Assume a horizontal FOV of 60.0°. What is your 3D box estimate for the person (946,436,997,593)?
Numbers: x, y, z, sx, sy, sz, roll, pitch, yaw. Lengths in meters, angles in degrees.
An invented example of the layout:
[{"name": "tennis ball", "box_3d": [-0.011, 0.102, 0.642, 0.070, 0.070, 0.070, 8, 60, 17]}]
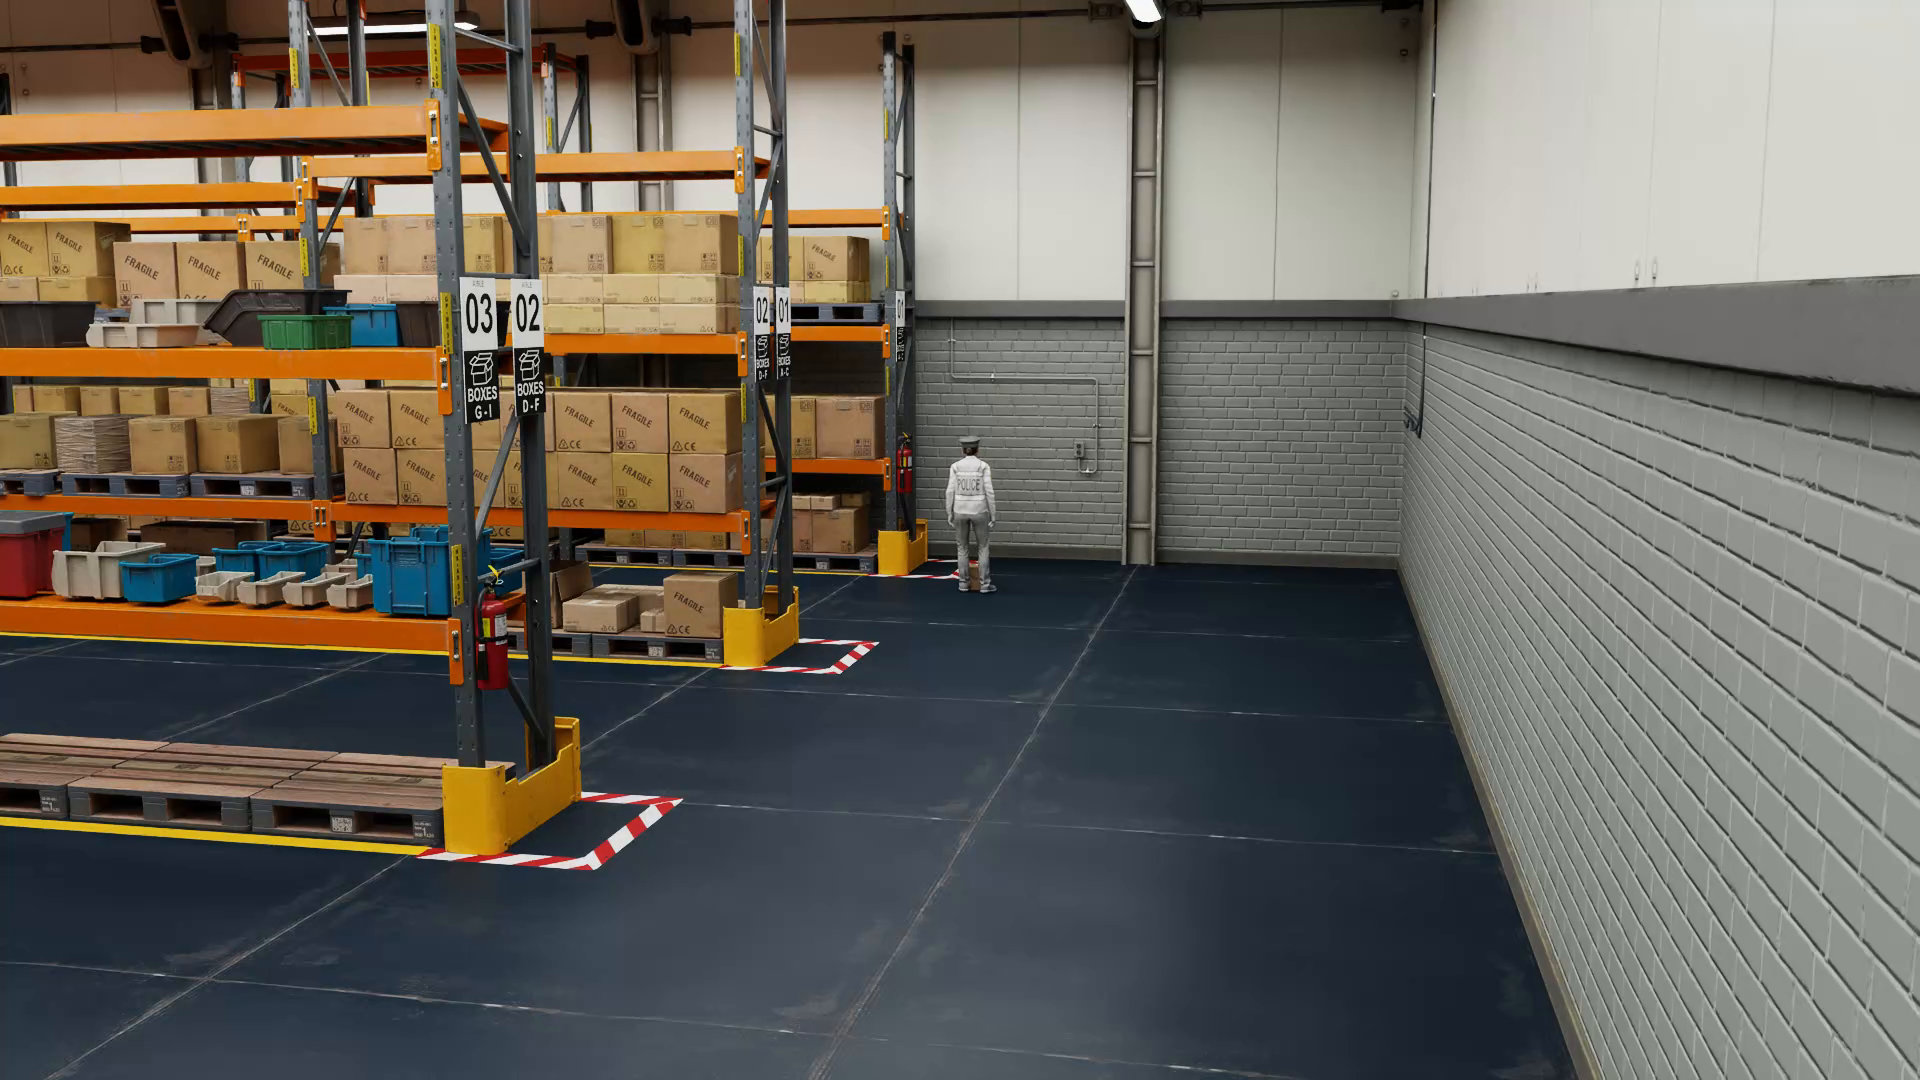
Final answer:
[{"name": "person", "box_3d": [0.123, -0.270, 17.713, 0.529, 1.664, 0.404, 2, 8, 11]}]
